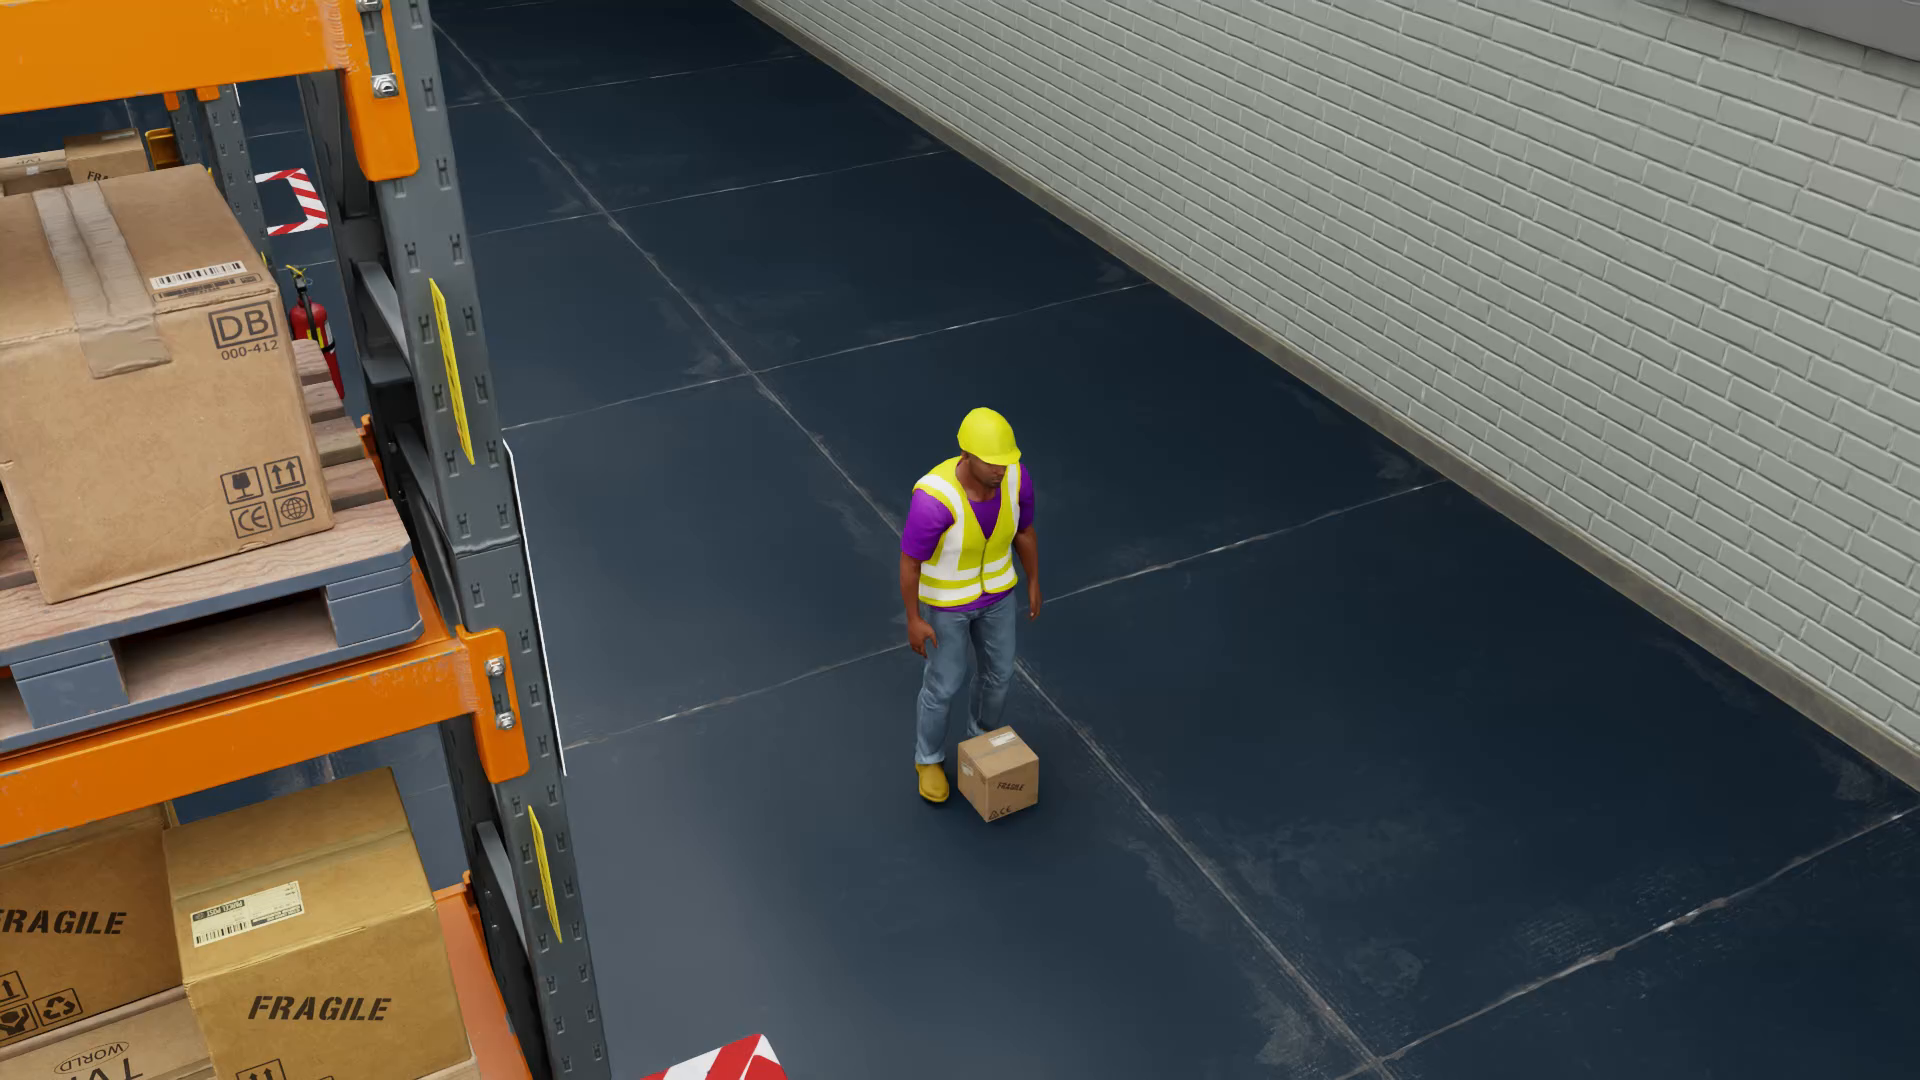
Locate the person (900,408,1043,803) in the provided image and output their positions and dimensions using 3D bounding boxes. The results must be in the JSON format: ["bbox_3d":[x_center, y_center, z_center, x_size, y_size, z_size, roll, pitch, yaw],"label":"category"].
[{"bbox_3d":[0.053,0.239,6.752,0.637,1.761,0.455,-18,37,-25],"label":"person"}]
